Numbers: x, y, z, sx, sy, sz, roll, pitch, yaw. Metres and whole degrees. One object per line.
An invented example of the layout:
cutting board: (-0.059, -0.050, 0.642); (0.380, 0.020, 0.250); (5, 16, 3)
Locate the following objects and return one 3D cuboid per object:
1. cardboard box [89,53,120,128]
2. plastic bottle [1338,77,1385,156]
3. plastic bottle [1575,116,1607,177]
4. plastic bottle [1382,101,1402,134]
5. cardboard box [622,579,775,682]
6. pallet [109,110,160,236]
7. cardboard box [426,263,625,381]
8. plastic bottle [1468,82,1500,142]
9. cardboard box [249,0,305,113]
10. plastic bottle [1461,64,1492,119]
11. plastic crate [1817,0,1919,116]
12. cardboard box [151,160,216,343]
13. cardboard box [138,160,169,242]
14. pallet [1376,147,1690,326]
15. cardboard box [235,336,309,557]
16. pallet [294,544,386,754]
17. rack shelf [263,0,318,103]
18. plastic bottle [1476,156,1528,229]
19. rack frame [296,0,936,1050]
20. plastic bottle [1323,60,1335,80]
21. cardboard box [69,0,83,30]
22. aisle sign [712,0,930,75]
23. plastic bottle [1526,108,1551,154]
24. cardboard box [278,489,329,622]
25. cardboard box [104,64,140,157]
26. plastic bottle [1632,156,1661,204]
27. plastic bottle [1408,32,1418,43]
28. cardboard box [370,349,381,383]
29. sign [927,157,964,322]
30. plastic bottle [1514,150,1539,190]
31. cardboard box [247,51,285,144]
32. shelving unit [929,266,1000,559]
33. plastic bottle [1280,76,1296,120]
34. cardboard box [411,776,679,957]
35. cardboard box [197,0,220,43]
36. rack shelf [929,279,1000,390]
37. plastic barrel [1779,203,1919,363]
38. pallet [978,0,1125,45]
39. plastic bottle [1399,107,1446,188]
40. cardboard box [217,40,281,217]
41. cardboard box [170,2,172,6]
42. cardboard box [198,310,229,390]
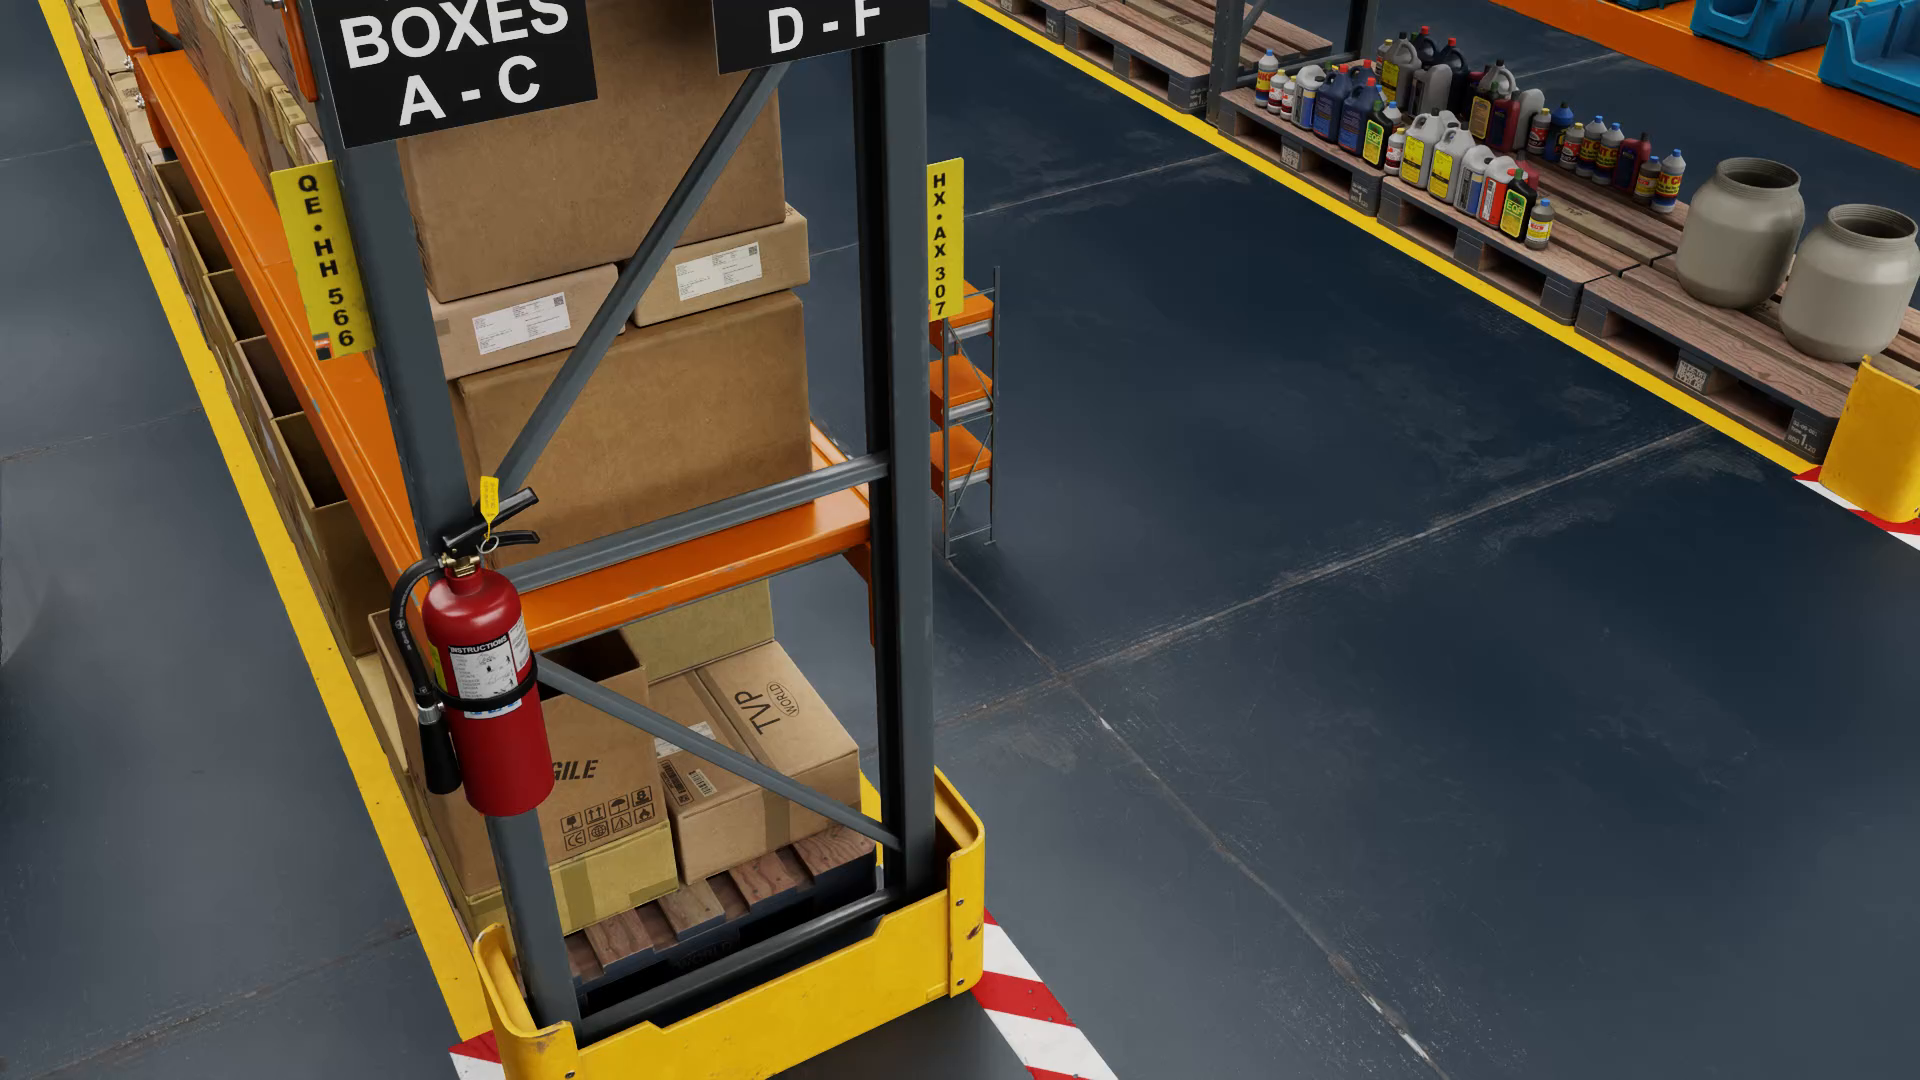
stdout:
cardboard box: (-4.011, -2.292, 8.320); (0.500, 0.250, 0.500); (-20, 41, -25)
plastic bottle: (1.896, -2.009, 7.831); (0.144, 0.351, 0.185); (-21, 41, -26)
plastic bottle: (2.900, -1.811, 7.626); (0.097, 0.271, 0.097); (0, 36, 0)
plastic bottle: (2.002, -1.913, 7.766); (0.097, 0.271, 0.097); (0, 36, 0)
cardboard box: (-0.851, 0.018, 4.522); (0.500, 0.500, 0.500); (-19, 40, -24)
pallet: (-3.551, -1.927, 8.210); (1.003, 0.211, 1.213); (-19, 40, -24)
cardboard box: (-0.877, -0.467, 3.211); (0.380, 0.149, 0.250); (-20, 40, -25)
plastic bottle: (2.510, -2.064, 7.962); (0.061, 0.283, 0.133); (-19, 40, -24)
cardboard box: (-1.294, -1.383, 3.915); (0.700, 0.500, 0.500); (-19, 40, -24)
plastic bottle: (2.542, -2.201, 8.151); (0.061, 0.283, 0.133); (-16, 39, -21)
plastic crate: (3.254, -1.599, 5.522); (0.499, 0.251, 0.616); (-19, 40, -24)
cardboard box: (-2.568, -1.099, 6.051); (0.500, 0.500, 0.500); (-19, 40, -24)
cardboard box: (-3.242, -1.509, 7.249); (0.500, 0.250, 0.500); (-20, 40, -25)
pallet: (2.673, -1.428, 7.527); (1.003, 0.211, 1.213); (-19, 40, -24)
cardboard box: (-1.813, -0.335, 5.004); (0.500, 0.500, 0.500); (-19, 40, -24)
pallet: (-1.550, 0.101, 5.433); (1.003, 0.211, 1.213); (-19, 40, -24)
rack shelf: (-1.525, -1.967, 3.967); (1.077, 0.370, 4.000); (-19, 40, -24)
plastic bottle: (2.359, -1.513, 7.215); (0.152, 0.276, 0.135); (-19, 40, -24)
rack frame: (-0.521, -0.026, 3.243); (1.000, 3.000, 0.127); (-19, 40, -24)
plastic bottle: (1.813, -2.195, 8.143); (0.061, 0.283, 0.133); (-19, 40, -24)
cardboard box: (-4.259, -2.772, 8.502); (0.500, 0.311, 0.500); (-20, 41, -25)
aisle sign: (-0.223, -1.133, 2.554); (0.394, 0.787, 0.004); (-19, 40, -24)
plastic bottle: (2.747, -1.938, 7.860); (0.097, 0.201, 0.097); (0, 36, 0)
cardboard box: (-1.810, -0.033, 5.227); (0.500, 0.250, 0.500); (-19, 40, -24)
cardboard box: (-3.497, -1.992, 7.434); (0.500, 0.311, 0.500); (-19, 40, -24)
plastic bottle: (3.071, -1.610, 7.410); (0.097, 0.201, 0.097); (0, 36, 0)
plastic bottle: (2.281, -2.465, 8.512); (0.061, 0.283, 0.133); (-17, 39, -22)
cardboard box: (-1.012, -0.575, 3.909); (0.700, 0.500, 0.500); (-18, 40, -23)
sign: (-0.038, -0.569, 3.185); (0.100, 0.325, 0.005); (-19, 40, -24)
plastic bottle: (2.451, -1.548, 7.256); (0.061, 0.283, 0.133); (-19, 40, -24)
cardboard box: (-1.529, -1.127, 4.115); (0.380, 0.149, 0.250); (-18, 40, -23)
shelving unit: (-0.027, -0.451, 5.478); (0.215, 1.050, 0.252); (-19, 40, -24)
plastic bottle: (1.638, -2.184, 8.196); (0.097, 0.201, 0.097); (0, 36, 0)
cardboard box: (-1.046, 0.729, 4.184); (0.500, 0.250, 0.500); (-19, 40, -24)
cardboard box: (-1.912, -1.518, 4.651); (0.380, 0.149, 0.250); (-20, 41, -25)
rack shelf: (-0.027, -0.672, 5.317); (0.215, 0.259, 0.240); (-19, 40, -24)
plastic barrel: (3.367, -0.970, 6.288); (0.421, 0.512, 0.421); (0, 36, 0)
pallet: (0.709, -3.418, 10.251); (1.003, 0.211, 1.213); (-19, 40, -24)
plastic bottle: (2.110, -1.792, 7.534); (0.144, 0.351, 0.185); (-19, 40, -24)
cardboard box: (-1.783, -1.358, 4.981); (0.700, 0.500, 0.500); (-18, 40, -23)
cardboard box: (-2.815, -2.244, 6.406); (0.500, 0.250, 0.500); (-16, 39, -21)
cardboard box: (-2.559, -0.799, 6.276); (0.500, 0.250, 0.500); (-19, 40, -24)
